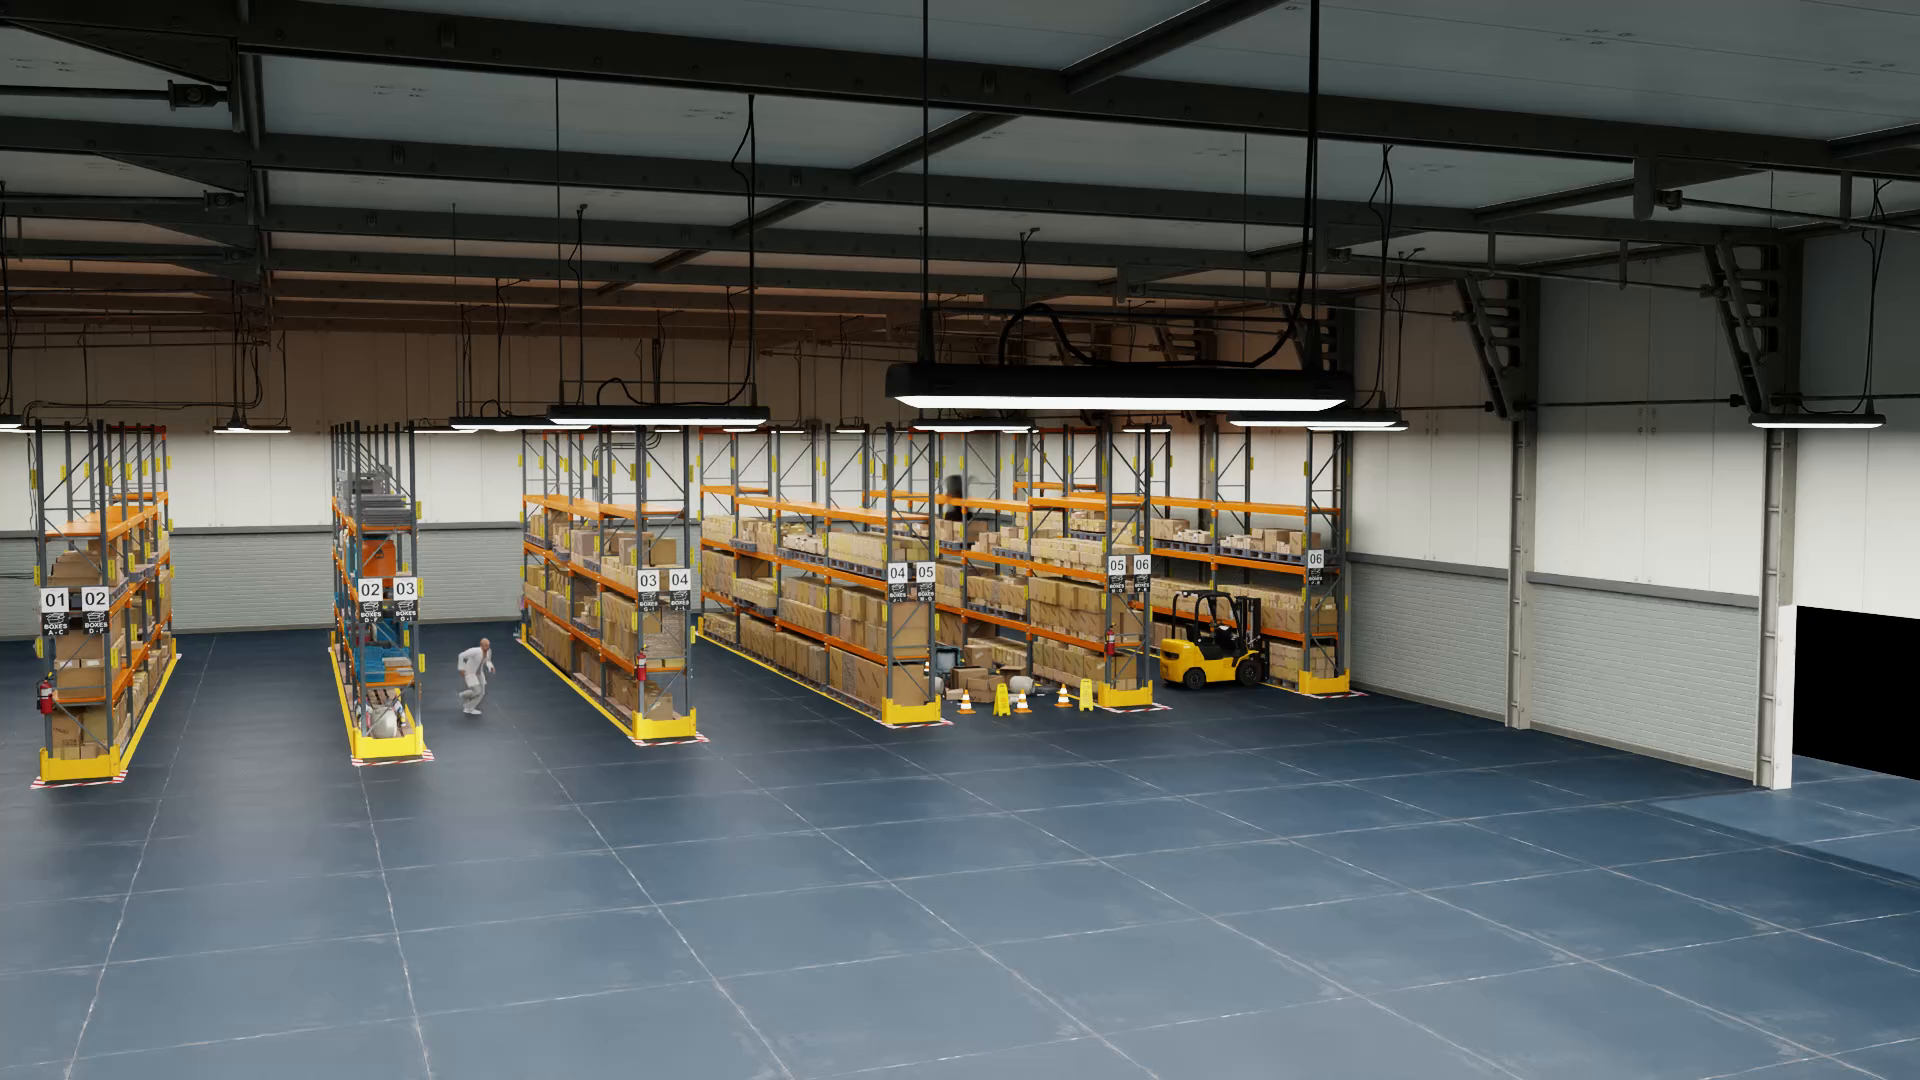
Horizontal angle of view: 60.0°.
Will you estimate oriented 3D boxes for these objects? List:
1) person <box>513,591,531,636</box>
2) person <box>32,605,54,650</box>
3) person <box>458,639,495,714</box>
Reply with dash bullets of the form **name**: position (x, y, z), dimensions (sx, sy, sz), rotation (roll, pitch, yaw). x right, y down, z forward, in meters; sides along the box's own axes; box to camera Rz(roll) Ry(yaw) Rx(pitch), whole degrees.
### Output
- **person**: position (-12.418, 1.996, 47.512), dimensions (0.759, 1.524, 0.548), rotation (0, 4, 5)
- **person**: position (-23.535, 2.106, 43.101), dimensions (1.000, 1.768, 0.680), rotation (-1, 4, -17)
- **person**: position (-9.964, 2.803, 34.116), dimensions (0.878, 1.594, 0.742), rotation (2, 4, 33)
